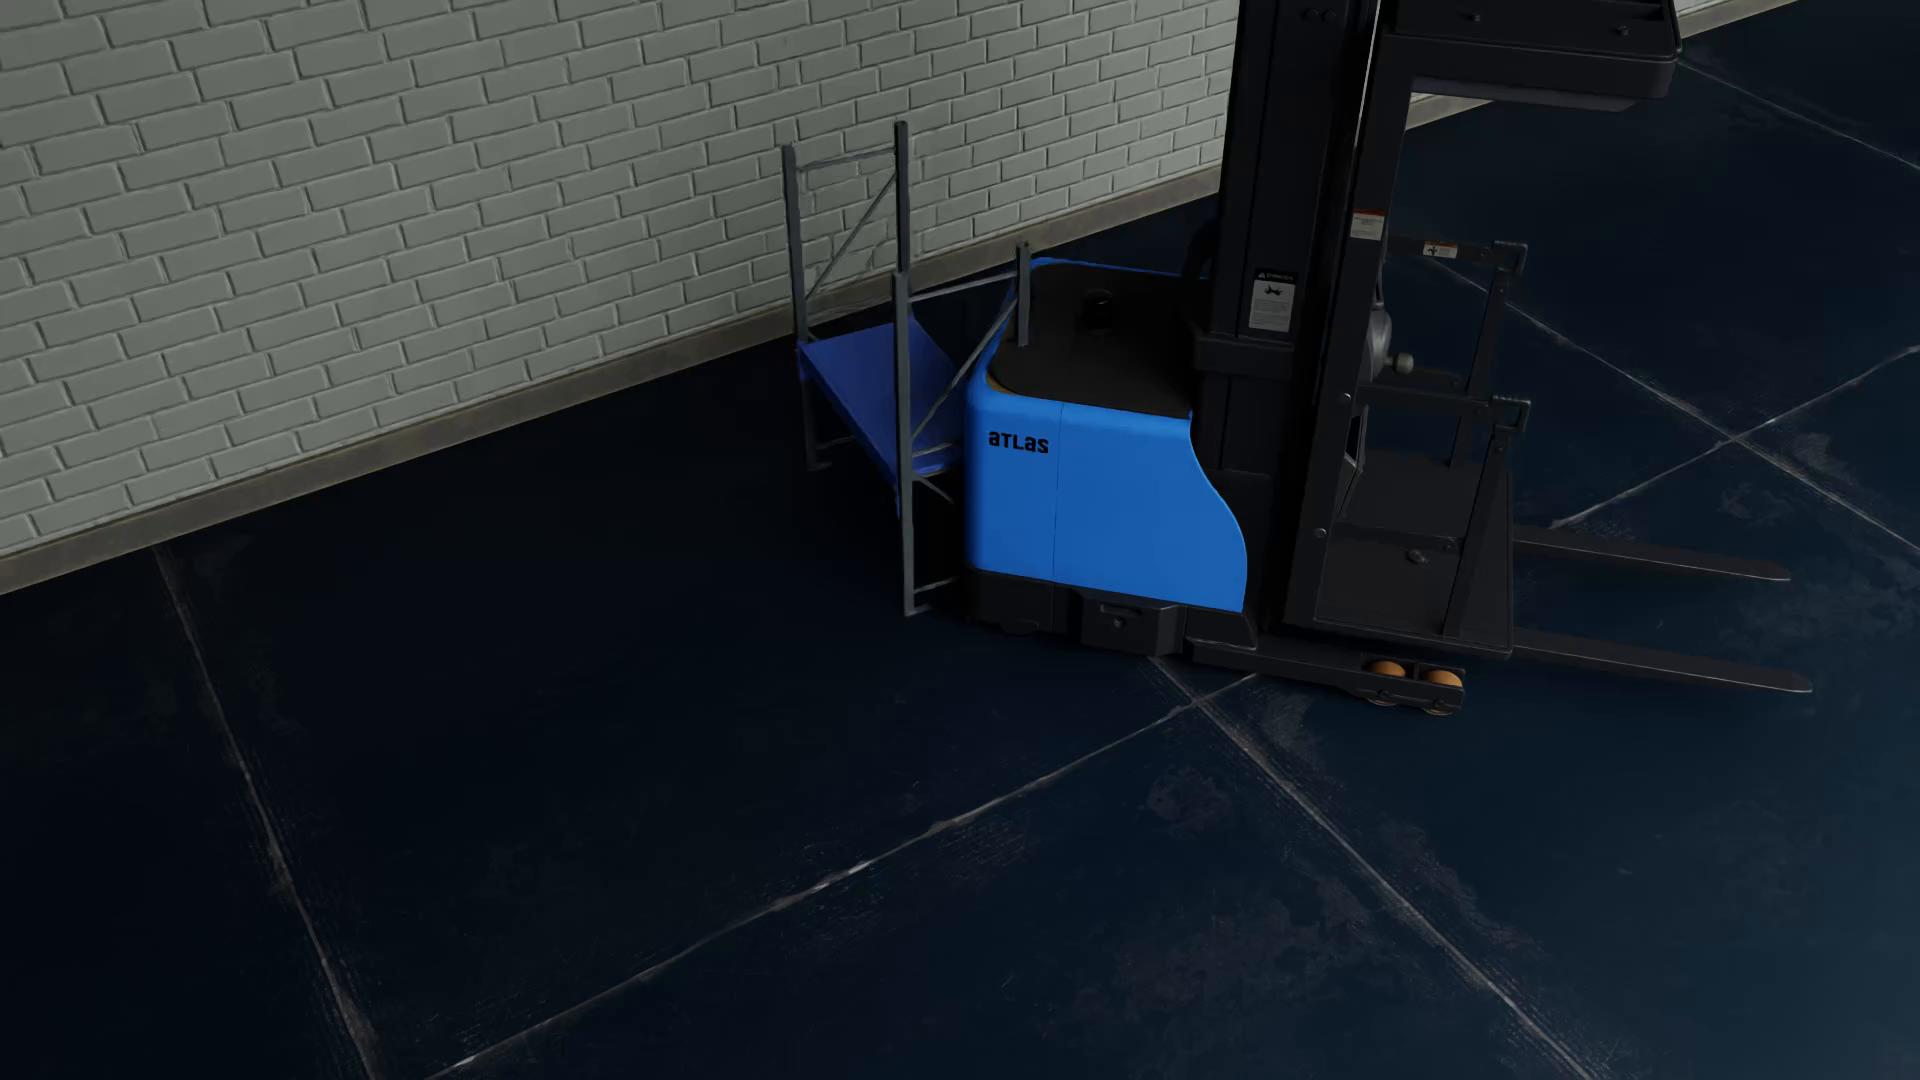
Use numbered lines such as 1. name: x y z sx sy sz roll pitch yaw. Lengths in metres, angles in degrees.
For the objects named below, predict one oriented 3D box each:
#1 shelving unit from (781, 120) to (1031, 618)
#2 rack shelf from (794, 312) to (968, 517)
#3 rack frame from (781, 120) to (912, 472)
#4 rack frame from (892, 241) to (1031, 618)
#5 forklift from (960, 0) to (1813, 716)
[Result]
1. shelving unit: -0.211 -0.650 6.358 0.538 1.500 1.048 -17 43 -19
2. rack shelf: -0.211 -0.511 6.473 0.538 0.185 1.000 -17 43 -19
3. rack frame: -0.431 -0.943 6.710 0.500 1.500 0.032 -17 43 -19
4. rack frame: 0.008 -0.356 6.005 0.500 1.500 0.032 -17 43 -19
5. forklift: 1.573 -0.872 5.507 3.031 2.935 1.130 9 41 11
